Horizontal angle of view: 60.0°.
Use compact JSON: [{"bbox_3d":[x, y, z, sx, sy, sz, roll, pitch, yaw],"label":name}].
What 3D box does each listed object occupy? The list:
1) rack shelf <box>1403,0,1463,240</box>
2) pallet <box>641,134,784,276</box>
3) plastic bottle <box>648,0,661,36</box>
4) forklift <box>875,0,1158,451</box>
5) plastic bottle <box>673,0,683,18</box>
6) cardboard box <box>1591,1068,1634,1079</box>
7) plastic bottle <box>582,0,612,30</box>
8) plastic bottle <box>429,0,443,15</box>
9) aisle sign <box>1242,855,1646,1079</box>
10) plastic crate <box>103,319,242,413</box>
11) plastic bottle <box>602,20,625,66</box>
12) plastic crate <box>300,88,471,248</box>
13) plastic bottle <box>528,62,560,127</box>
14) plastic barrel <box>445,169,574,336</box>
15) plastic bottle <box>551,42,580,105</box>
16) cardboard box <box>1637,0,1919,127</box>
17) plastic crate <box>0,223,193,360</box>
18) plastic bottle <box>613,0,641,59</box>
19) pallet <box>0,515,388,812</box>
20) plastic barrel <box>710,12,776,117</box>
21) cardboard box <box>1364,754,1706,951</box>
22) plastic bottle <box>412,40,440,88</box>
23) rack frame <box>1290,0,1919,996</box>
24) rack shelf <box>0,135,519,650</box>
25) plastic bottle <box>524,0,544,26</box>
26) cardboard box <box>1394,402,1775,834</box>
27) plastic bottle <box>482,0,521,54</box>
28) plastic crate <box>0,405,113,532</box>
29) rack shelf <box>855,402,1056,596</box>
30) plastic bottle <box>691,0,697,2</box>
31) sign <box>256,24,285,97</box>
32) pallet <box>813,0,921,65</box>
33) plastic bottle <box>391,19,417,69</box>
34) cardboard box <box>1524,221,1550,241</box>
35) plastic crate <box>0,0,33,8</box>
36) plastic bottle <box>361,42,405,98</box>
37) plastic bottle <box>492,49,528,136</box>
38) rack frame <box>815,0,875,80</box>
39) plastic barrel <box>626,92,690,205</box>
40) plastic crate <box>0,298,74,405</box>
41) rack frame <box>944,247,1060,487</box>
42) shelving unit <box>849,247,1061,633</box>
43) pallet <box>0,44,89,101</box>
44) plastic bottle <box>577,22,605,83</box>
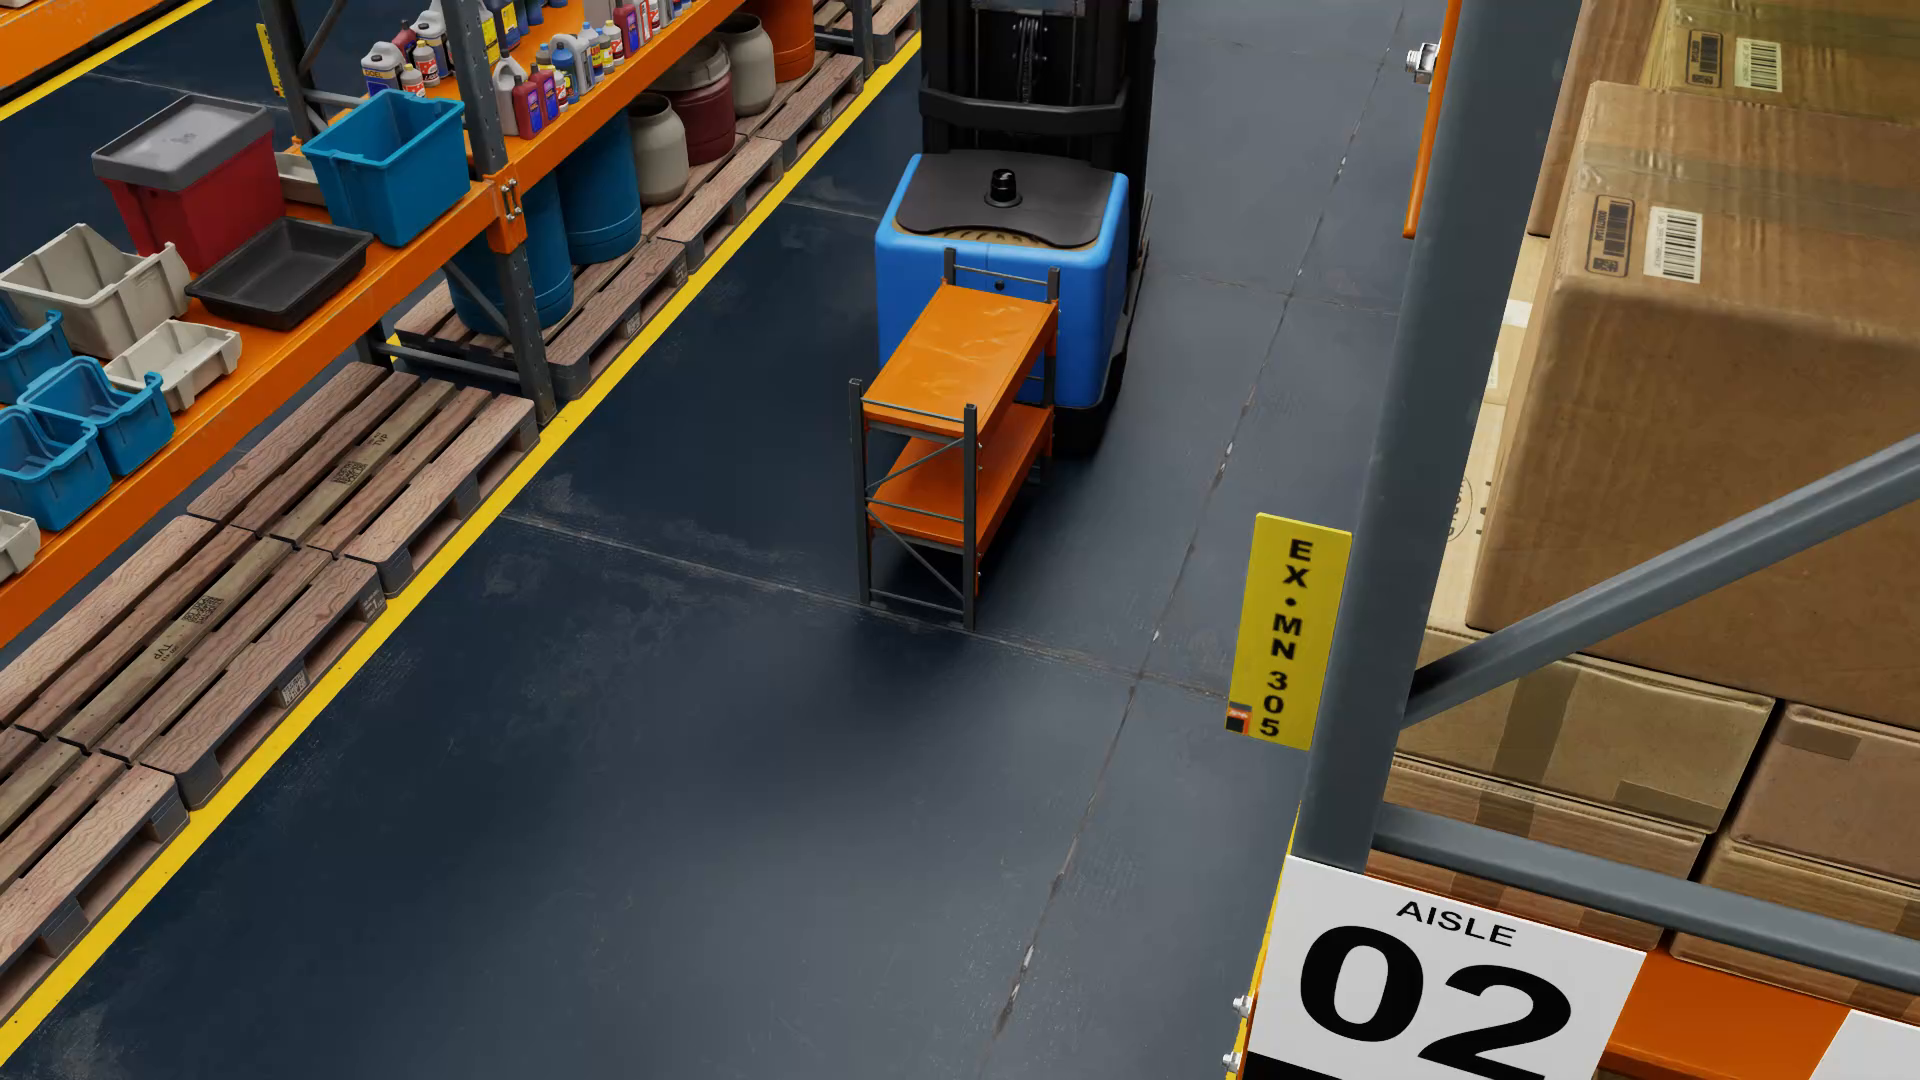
[{"bbox_3d":[1.554,-1.507,2.640,1.077,0.370,4.000,13,42,15],"label":"rack shelf"},{"bbox_3d":[-1.697,-1.968,9.394,1.003,0.211,1.213,13,42,15],"label":"pallet"},{"bbox_3d":[-1.517,-2.573,8.107,0.097,0.201,0.097,0,40,0],"label":"plastic bottle"},{"bbox_3d":[0.408,-2.483,7.902,1.130,2.935,3.031,7,41,9],"label":"forklift"},{"bbox_3d":[-1.438,-2.741,8.250,0.097,0.271,0.097,0,40,0],"label":"plastic bottle"},{"bbox_3d":[1.270,1.090,2.814,0.500,0.500,0.500,15,43,16],"label":"cardboard box"},{"bbox_3d":[-1.726,-2.570,8.047,0.152,0.276,0.135,13,42,15],"label":"plastic bottle"},{"bbox_3d":[-2.409,-2.435,7.831,0.144,0.351,0.185,13,42,15],"label":"plastic bottle"},{"bbox_3d":[0.559,0.705,2.110,0.394,0.787,0.004,13,42,15],"label":"aisle sign"},{"bbox_3d":[-2.728,-0.615,5.816,0.293,0.136,0.466,13,42,15],"label":"plastic crate"},{"bbox_3d":[-1.642,-2.350,7.846,0.097,0.201,0.097,0,40,0],"label":"plastic bottle"},{"bbox_3d":[-2.255,-1.477,6.636,0.392,0.384,0.575,13,42,15],"label":"plastic crate"},{"bbox_3d":[-1.844,-1.987,7.358,0.061,0.283,0.133,13,42,15],"label":"plastic bottle"},{"bbox_3d":[-2.213,-1.510,8.003,0.600,0.901,0.708,13,42,15],"label":"plastic barrel"},{"bbox_3d":[-1.788,-2.116,7.518,0.097,0.271,0.097,0,40,0],"label":"plastic bottle"},{"bbox_3d":[1.281,-0.442,2.299,0.700,0.500,0.500,13,42,15],"label":"cardboard box"},{"bbox_3d":[-3.111,-0.908,6.049,0.437,0.282,0.530,13,42,15],"label":"plastic crate"},{"bbox_3d":[-1.586,-2.447,7.897,0.061,0.283,0.133,13,42,15],"label":"plastic bottle"},{"bbox_3d":[-3.046,0.444,6.567,1.003,0.211,1.213,13,42,15],"label":"pallet"},{"bbox_3d":[-1.308,-2.808,9.823,0.421,0.512,0.421,0,40,0],"label":"plastic barrel"},{"bbox_3d":[0.798,0.264,2.433,0.500,0.250,0.500,13,42,15],"label":"cardboard box"},{"bbox_3d":[-2.468,-2.202,7.673,0.097,0.201,0.097,0,40,0],"label":"plastic bottle"},{"bbox_3d":[0.870,-0.562,0.975,1.000,3.000,0.127,13,42,15],"label":"rack frame"},{"bbox_3d":[-3.099,-0.327,5.877,1.077,0.370,4.000,13,42,15],"label":"rack shelf"},{"bbox_3d":[-2.118,-2.680,8.180,0.097,0.271,0.097,0,40,0],"label":"plastic bottle"},{"bbox_3d":[0.806,0.076,2.269,0.500,0.250,0.500,13,42,15],"label":"cardboard box"},{"bbox_3d":[-2.210,-2.516,7.926,0.144,0.351,0.185,13,42,15],"label":"plastic bottle"},{"bbox_3d":[-2.939,-0.221,5.281,0.416,0.233,0.300,13,42,15],"label":"plastic crate"},{"bbox_3d":[-0.002,-0.238,7.039,0.538,0.278,1.000,13,42,15],"label":"rack shelf"},{"bbox_3d":[-1.378,-2.921,8.401,0.144,0.351,0.185,13,42,15],"label":"plastic bottle"},{"bbox_3d":[-2.932,-2.049,7.128,0.100,0.325,0.005,13,42,15],"label":"sign"},{"bbox_3d":[-0.746,-3.664,11.382,1.003,0.211,1.213,13,42,15],"label":"pallet"},{"bbox_3d":[-2.548,-2.240,7.654,0.061,0.283,0.133,13,42,15],"label":"plastic bottle"},{"bbox_3d":[1.151,-0.533,2.983,0.500,0.250,0.500,13,42,15],"label":"cardboard box"},{"bbox_3d":[-2.735,-1.761,4.783,0.437,0.282,0.530,13,42,15],"label":"plastic crate"},{"bbox_3d":[-2.585,-2.086,7.479,0.152,0.276,0.135,13,42,15],"label":"plastic bottle"},{"bbox_3d":[-1.977,-1.970,7.285,0.144,0.351,0.185,13,42,15],"label":"plastic bottle"},{"bbox_3d":[-1.048,-4.261,9.933,1.000,3.000,0.127,13,42,15],"label":"rack frame"},{"bbox_3d":[-1.694,-2.119,9.016,0.421,0.512,0.421,0,40,0],"label":"plastic barrel"},{"bbox_3d":[-3.322,-0.650,5.783,0.416,0.233,0.300,13,42,15],"label":"plastic crate"},{"bbox_3d":[0.172,-0.734,7.243,0.500,1.125,0.032,13,42,15],"label":"rack frame"},{"bbox_3d":[-0.002,-0.424,6.880,0.538,1.125,1.048,13,42,15],"label":"shelving unit"},{"bbox_3d":[-6.461,-3.093,10.713,1.003,0.211,1.213,13,42,15],"label":"pallet"},{"bbox_3d":[-1.709,-2.258,7.684,0.097,0.271,0.097,0,40,0],"label":"plastic bottle"}]
